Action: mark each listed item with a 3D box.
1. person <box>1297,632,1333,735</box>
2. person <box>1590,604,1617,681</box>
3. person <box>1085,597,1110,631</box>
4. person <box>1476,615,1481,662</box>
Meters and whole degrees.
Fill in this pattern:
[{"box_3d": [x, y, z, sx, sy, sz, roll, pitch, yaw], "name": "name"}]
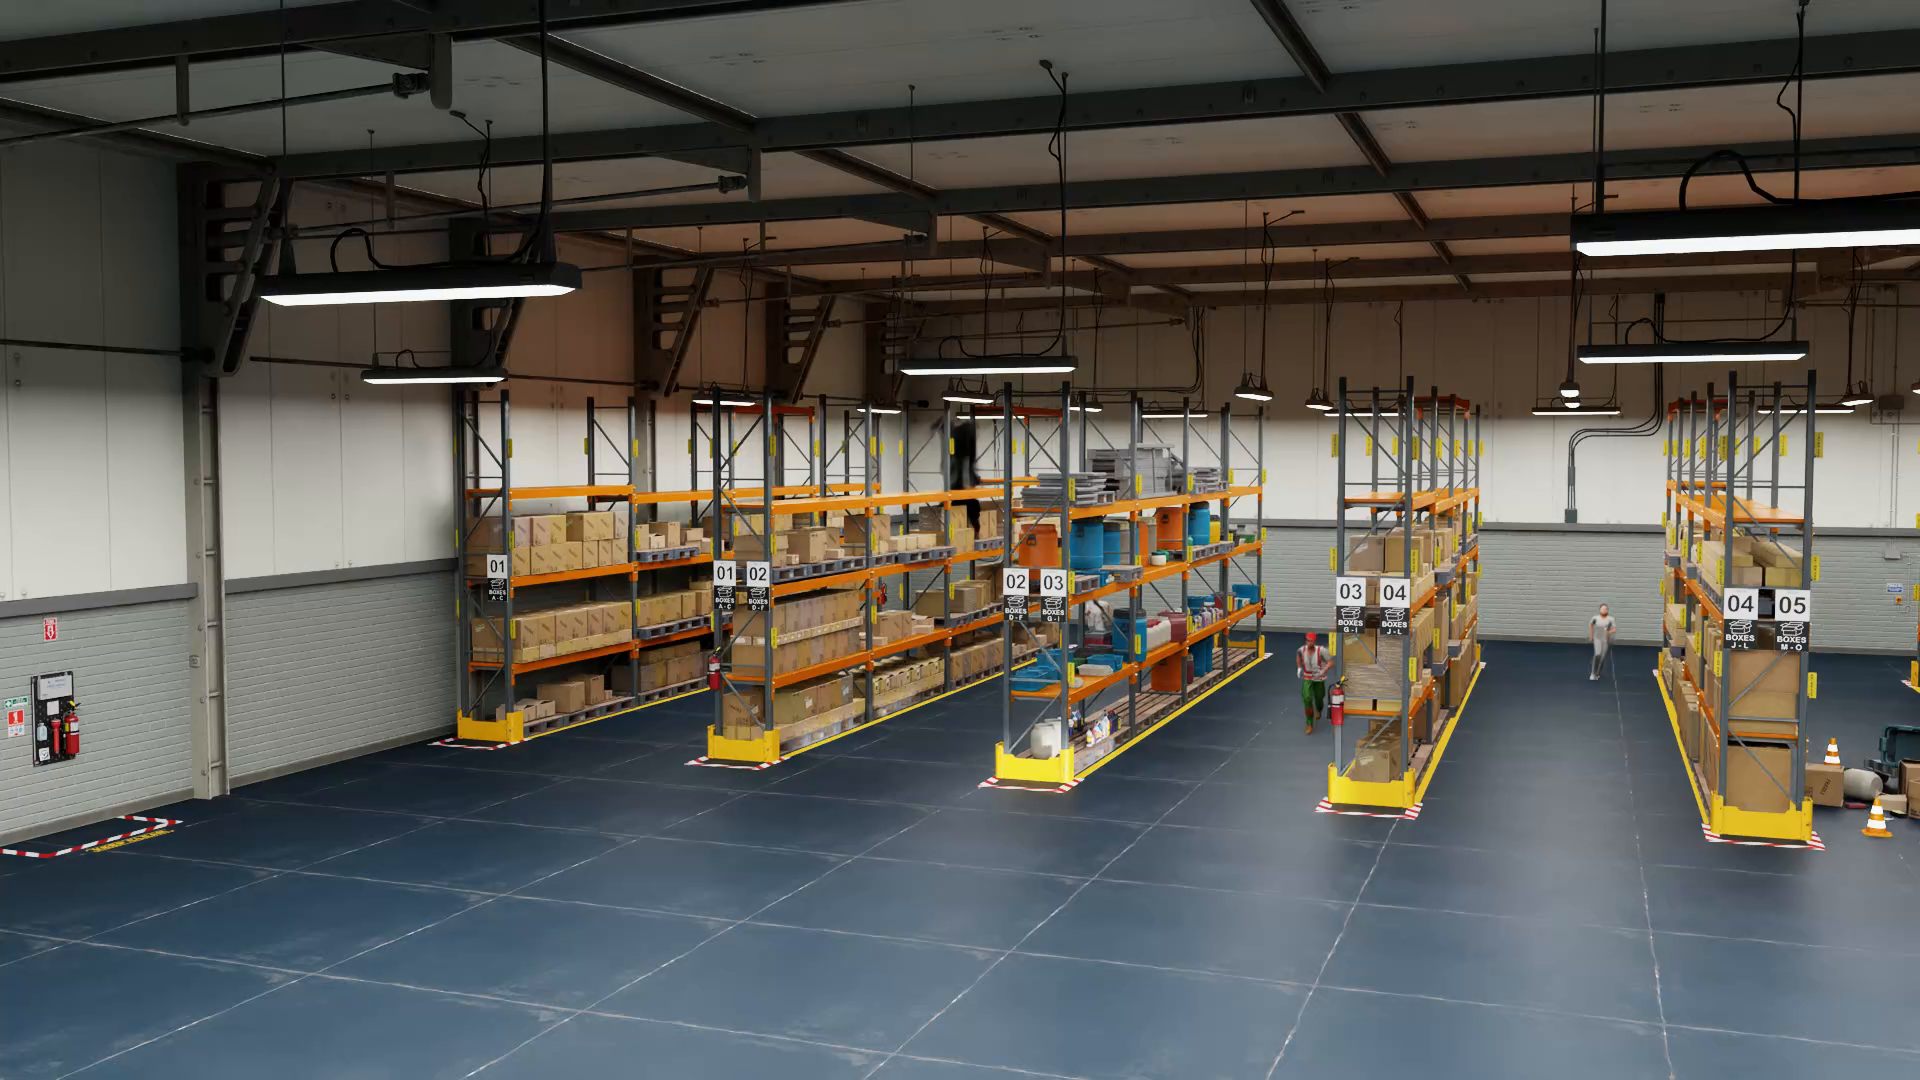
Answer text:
[{"box_3d": [6.288, 2.500, 29.508, 0.659, 1.774, 1.138, 1, 3, 21], "name": "person"}, {"box_3d": [13.833, 2.191, 35.778, 0.556, 1.643, 0.673, 1, 3, 21], "name": "person"}, {"box_3d": [3.218, 2.034, 39.238, 0.597, 1.663, 0.909, 1, 3, 19], "name": "person"}, {"box_3d": [11.976, 2.053, 39.318, 0.810, 1.674, 0.613, 3, 4, 44], "name": "person"}]
